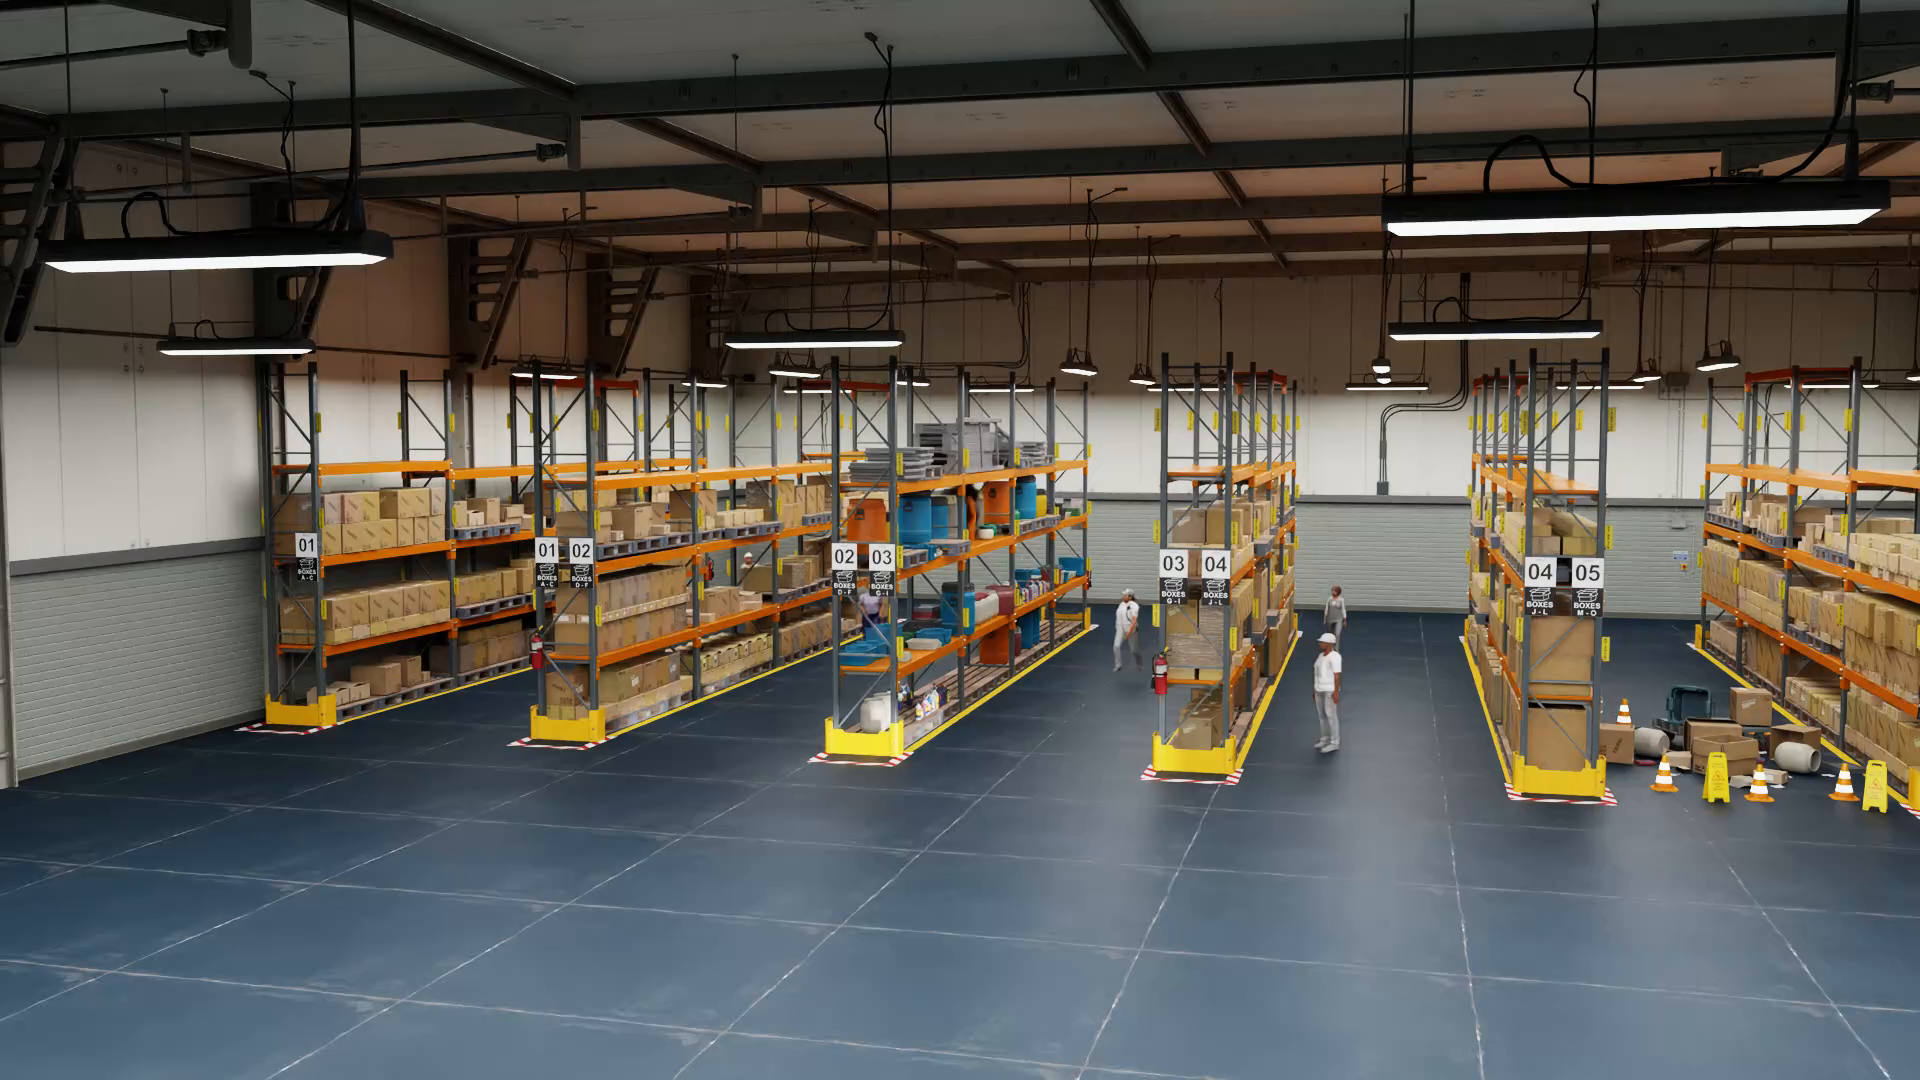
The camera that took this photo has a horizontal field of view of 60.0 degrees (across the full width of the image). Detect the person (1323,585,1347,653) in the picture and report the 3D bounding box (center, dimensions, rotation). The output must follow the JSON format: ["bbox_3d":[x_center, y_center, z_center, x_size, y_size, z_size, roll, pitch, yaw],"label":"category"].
[{"bbox_3d":[7.971,1.731,35.346,0.494,1.556,0.823,1,4,12],"label":"person"}]

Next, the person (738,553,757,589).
[{"bbox_3d":[-5.292,1.188,41.527,0.631,1.733,1.055,1,4,14],"label":"person"}]

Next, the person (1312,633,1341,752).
[{"bbox_3d":[5.609,2.320,25.542,0.463,1.769,0.627,-2,4,-24],"label":"person"}]

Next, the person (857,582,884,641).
[{"bbox_3d":[-1.918,1.693,35.641,0.590,1.604,0.544,0,4,-1],"label":"person"}]

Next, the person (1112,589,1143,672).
[{"bbox_3d":[3.180,1.735,31.634,0.461,1.585,0.947,2,4,23],"label":"person"}]
